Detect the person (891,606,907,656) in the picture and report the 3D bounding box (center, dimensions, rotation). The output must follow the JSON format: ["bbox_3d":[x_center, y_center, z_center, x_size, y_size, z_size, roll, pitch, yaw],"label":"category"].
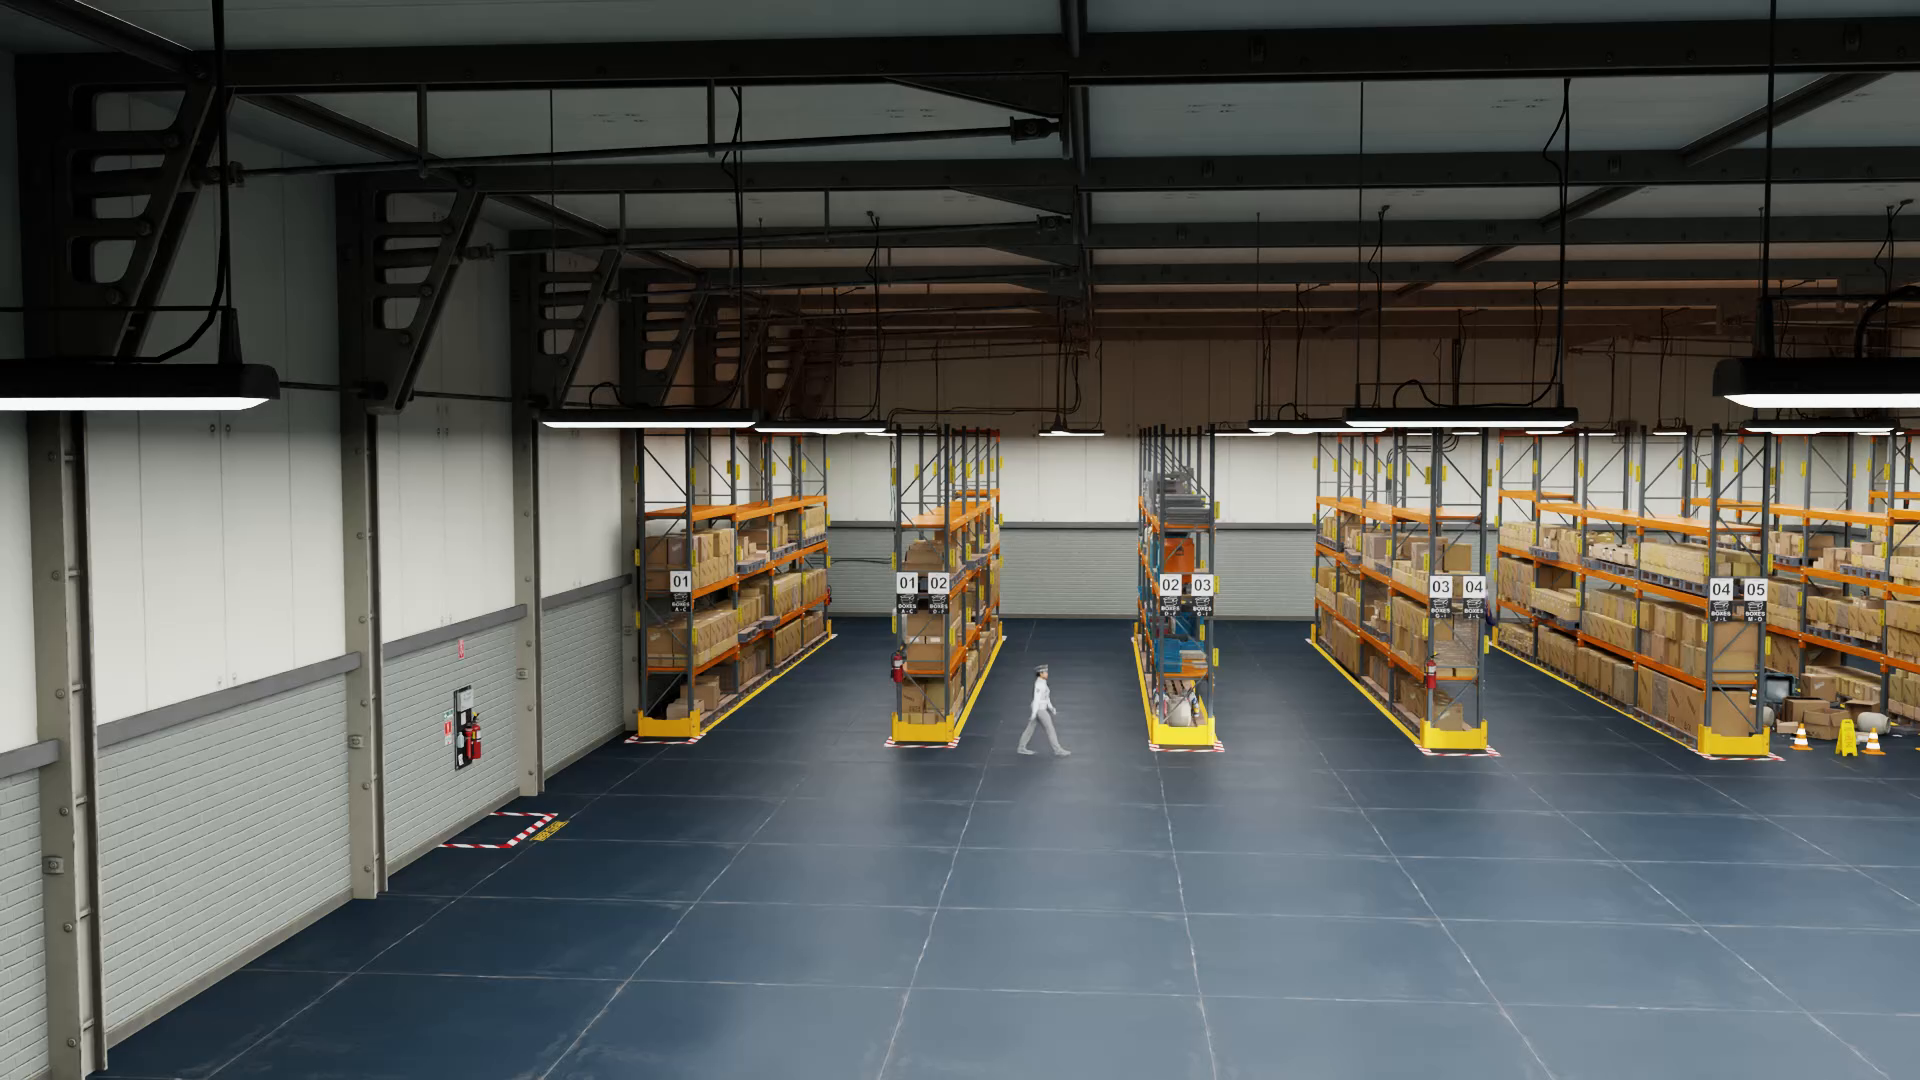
[{"bbox_3d":[-1.477,2.273,43.708,0.602,1.583,0.758,1,4,17],"label":"person"}]

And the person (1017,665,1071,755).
[{"bbox_3d":[1.506,3.056,30.032,0.938,1.627,0.483,-1,4,-9],"label":"person"}]

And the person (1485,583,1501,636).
[{"bbox_3d":[15.063,2.016,47.810,1.042,1.579,0.456,1,4,21],"label":"person"}]
